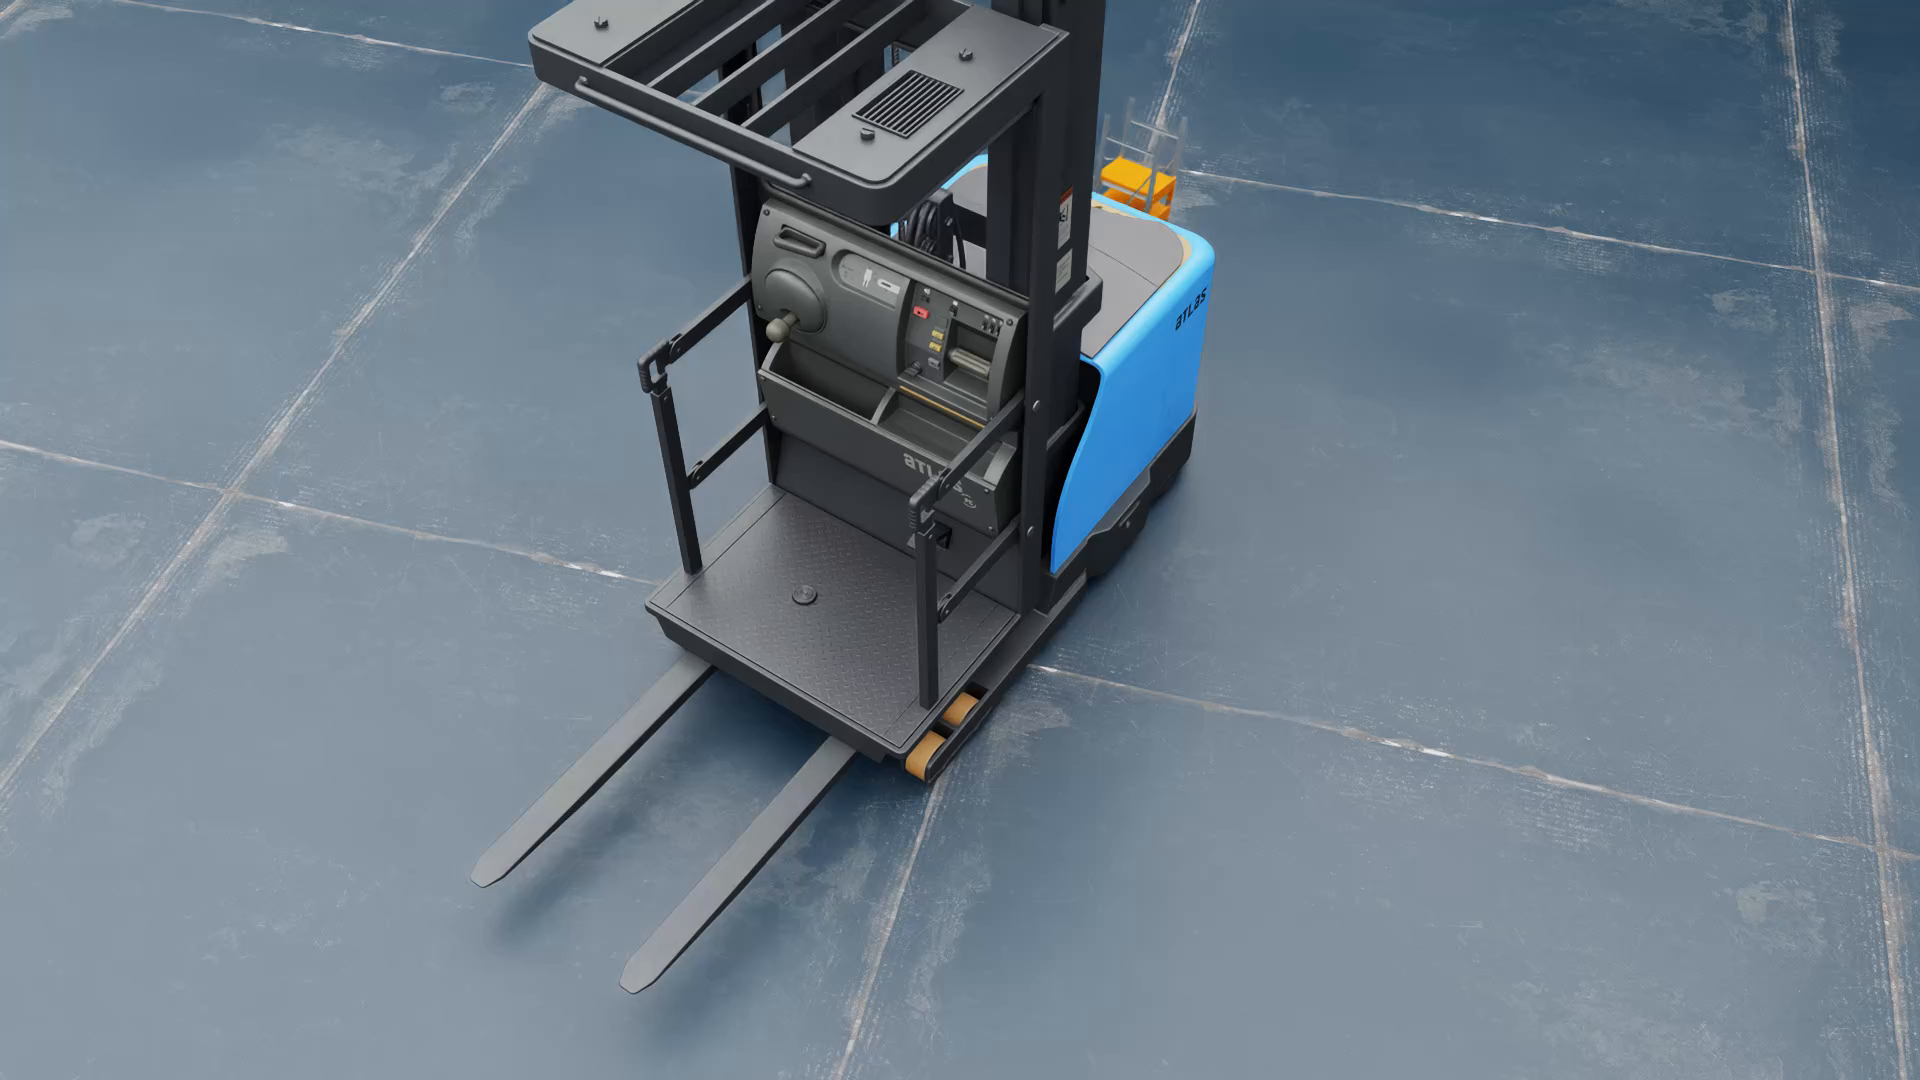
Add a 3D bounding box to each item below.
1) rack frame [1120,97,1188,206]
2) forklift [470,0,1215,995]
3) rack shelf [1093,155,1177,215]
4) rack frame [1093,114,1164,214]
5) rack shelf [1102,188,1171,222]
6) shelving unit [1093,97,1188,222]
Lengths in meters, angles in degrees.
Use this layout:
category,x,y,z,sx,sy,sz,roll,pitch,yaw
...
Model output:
category,x,y,z,sx,sy,sz,roll,pitch,yaw
rack frame,0.669,-1.122,6.450,0.240,1.200,0.006,27,44,22
forklift,-0.355,-0.586,4.812,1.130,2.935,3.031,27,54,22
rack shelf,0.647,-1.314,6.183,0.258,0.103,0.180,27,44,22
rack frame,0.568,-1.029,6.328,0.240,1.200,0.006,27,44,22
rack shelf,0.636,-1.223,6.262,0.258,0.103,0.180,27,44,22
shelving unit,0.619,-1.076,6.389,0.258,1.200,0.189,27,44,22
